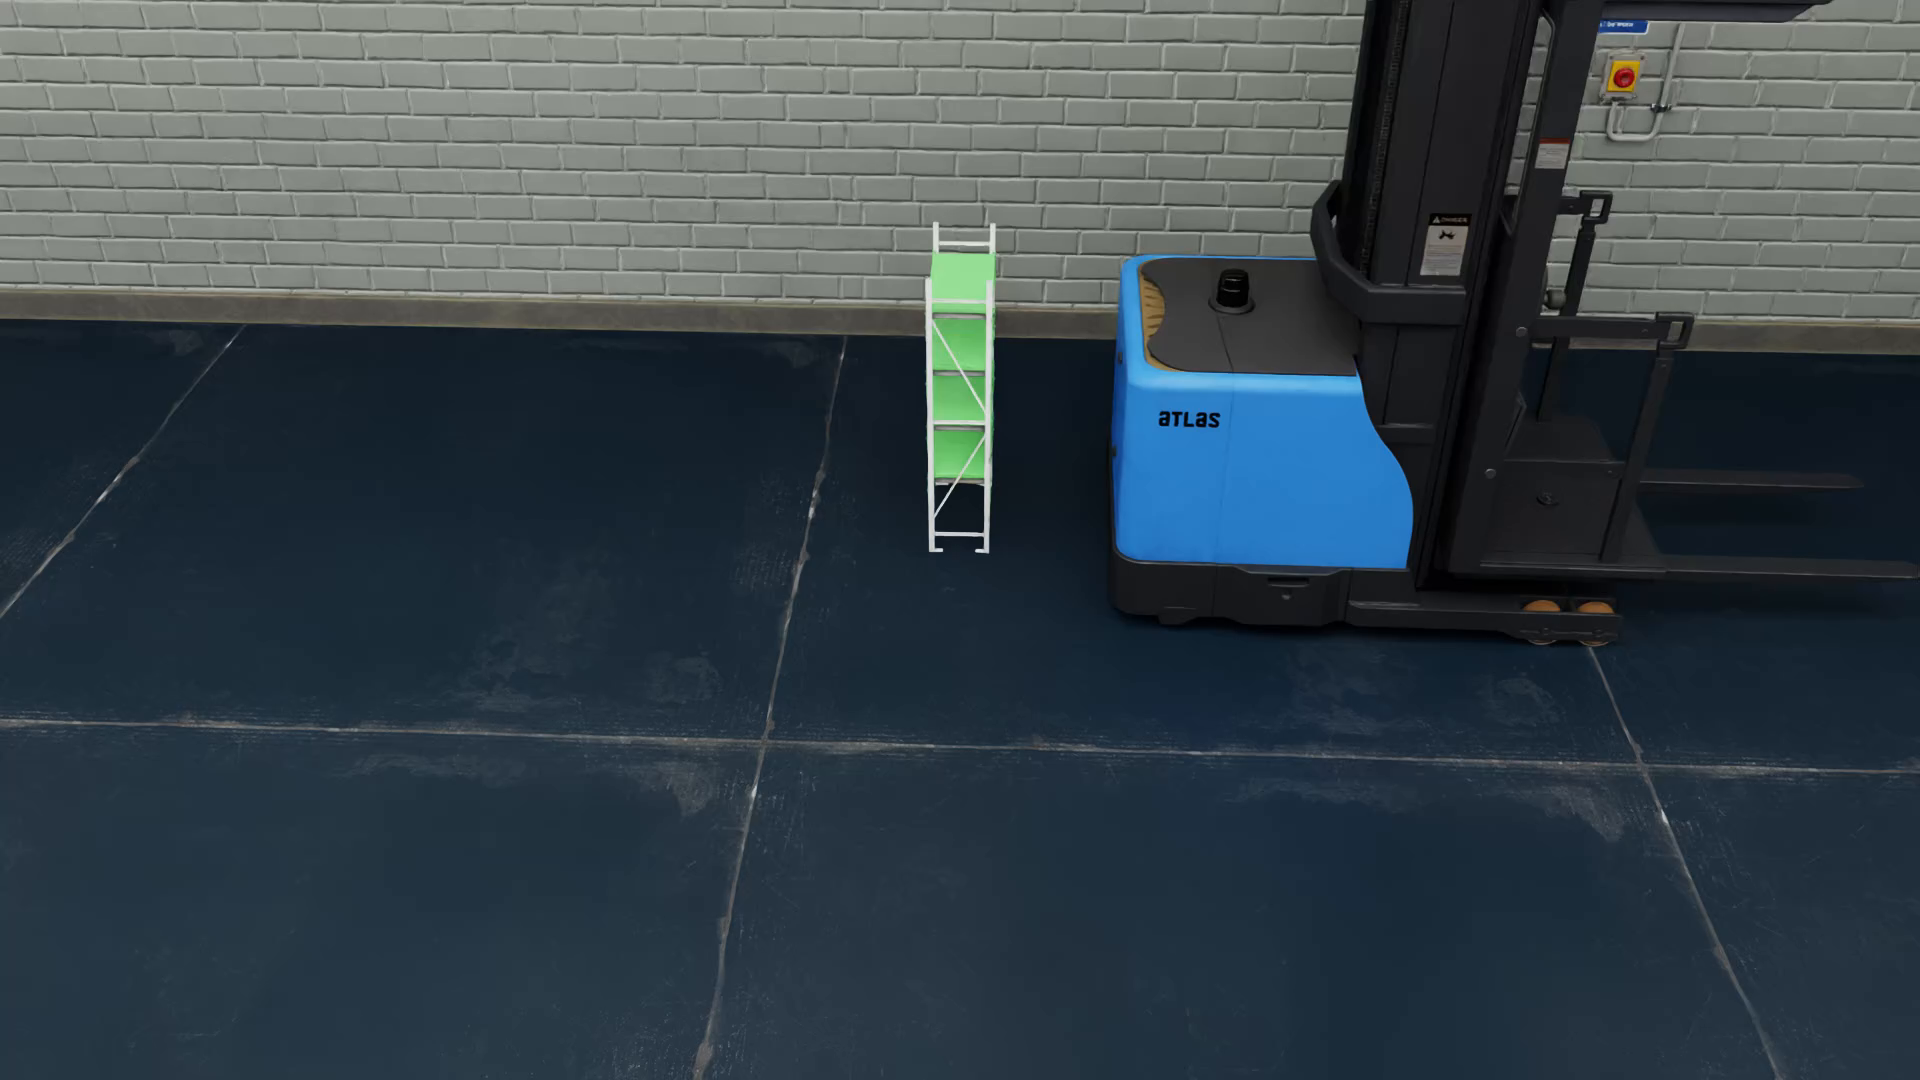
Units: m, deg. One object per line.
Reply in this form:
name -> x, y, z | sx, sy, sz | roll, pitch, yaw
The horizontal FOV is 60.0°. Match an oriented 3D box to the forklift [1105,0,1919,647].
forklift -> 2.102, -1.119, 5.793 | 3.031, 2.935, 1.130 | 2, 35, 2

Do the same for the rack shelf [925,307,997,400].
rack shelf -> 0.007, -0.730, 6.439 | 0.258, 0.148, 0.480 | 1, 35, 2

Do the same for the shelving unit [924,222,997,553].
shelving unit -> 0.007, -0.586, 6.540 | 0.258, 1.200, 0.503 | 1, 35, 2

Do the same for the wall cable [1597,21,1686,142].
wall cable -> 2.864, -2.568, 6.884 | 0.585, 1.953, 0.123 | 1, 35, 2

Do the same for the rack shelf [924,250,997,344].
rack shelf -> 0.007, -0.926, 6.301 | 0.258, 0.148, 0.480 | 1, 35, 2

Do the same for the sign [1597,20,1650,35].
sign -> 2.818, -2.286, 7.159 | 0.327, 0.218, 0.001 | 1, 35, 2

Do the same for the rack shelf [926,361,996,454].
rack shelf -> 0.007, -0.534, 6.577 | 0.258, 0.148, 0.480 | 1, 35, 2

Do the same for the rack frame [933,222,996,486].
rack frame -> 0.016, -0.726, 6.740 | 0.240, 1.200, 0.015 | 1, 35, 2

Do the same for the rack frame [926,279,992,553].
rack frame -> -0.003, -0.446, 6.341 | 0.240, 1.200, 0.015 | 1, 35, 2

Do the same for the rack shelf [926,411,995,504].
rack shelf -> 0.007, -0.337, 6.715 | 0.258, 0.148, 0.480 | 1, 35, 2
